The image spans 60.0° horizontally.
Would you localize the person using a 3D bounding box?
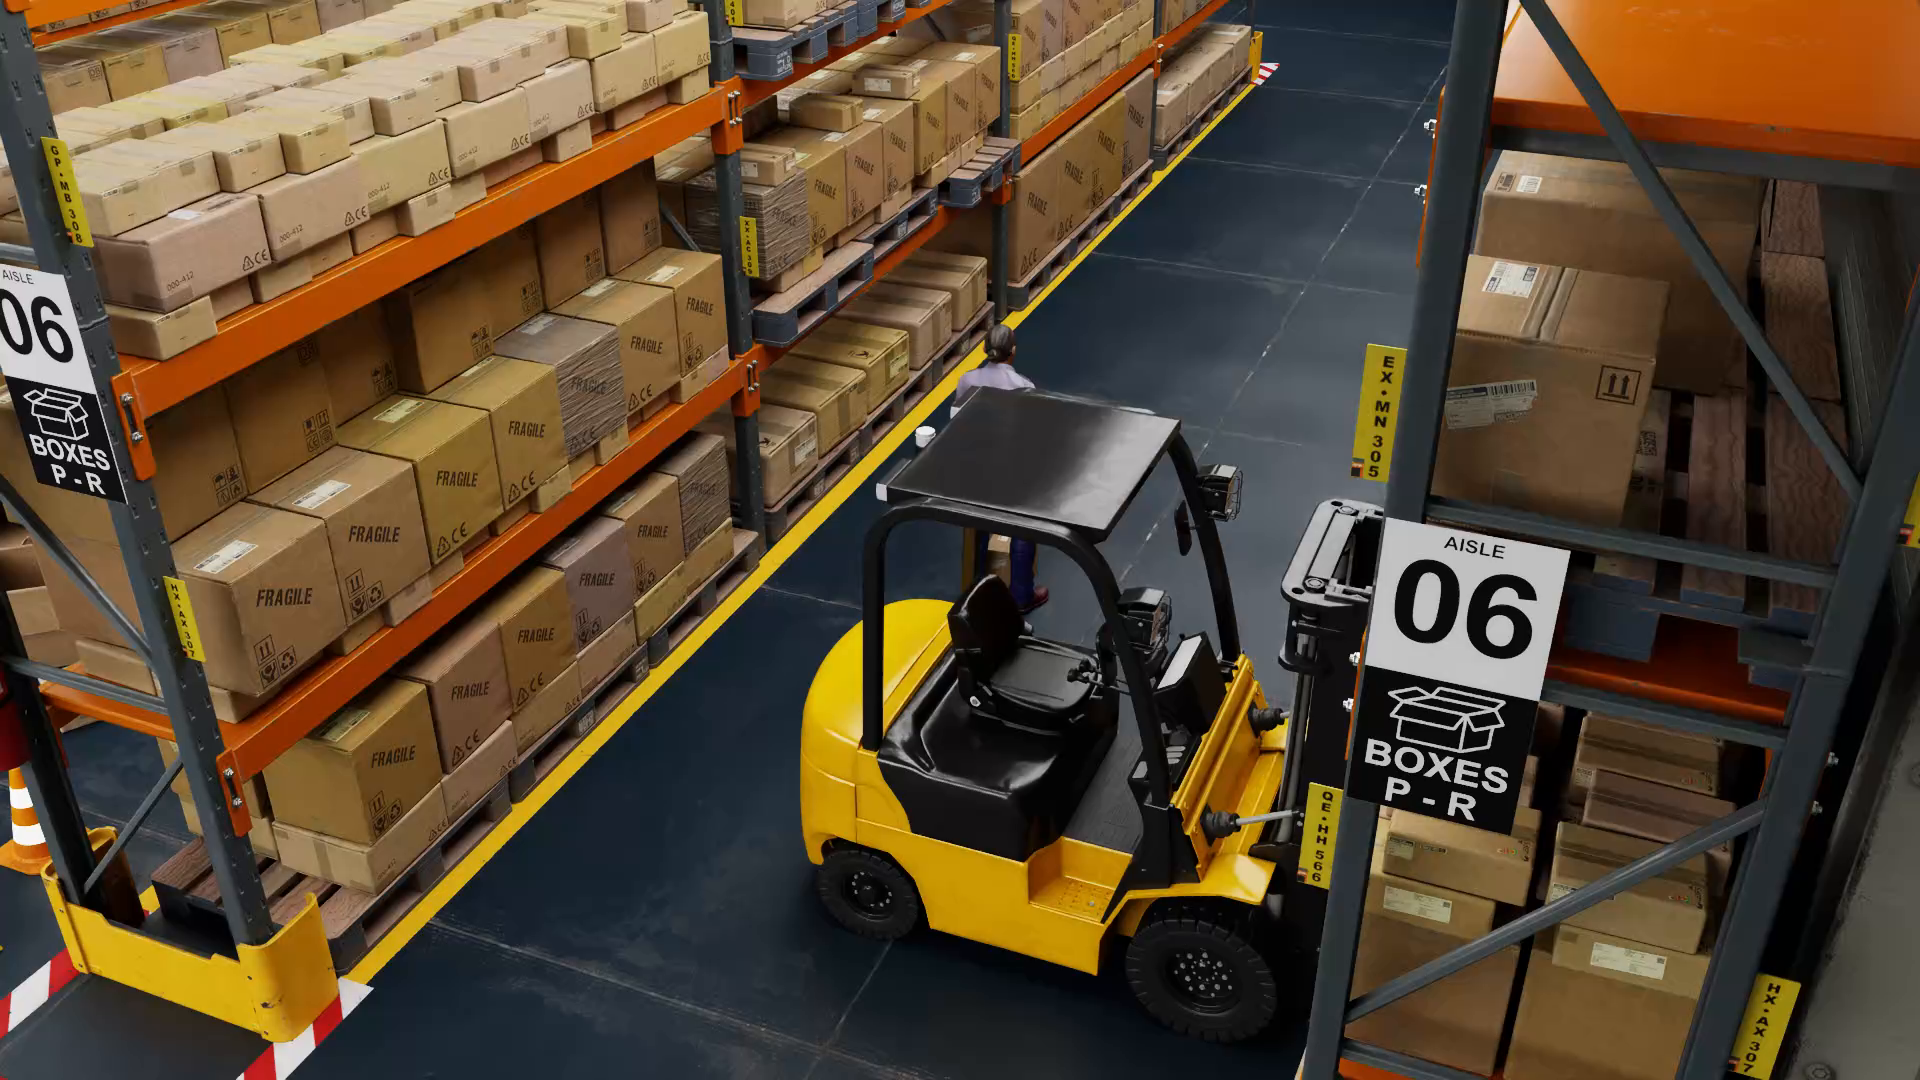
[{"bbox_3d":[0.212,-0.373,9.050,0.537,1.651,0.371,11,32,18],"label":"person"}]
